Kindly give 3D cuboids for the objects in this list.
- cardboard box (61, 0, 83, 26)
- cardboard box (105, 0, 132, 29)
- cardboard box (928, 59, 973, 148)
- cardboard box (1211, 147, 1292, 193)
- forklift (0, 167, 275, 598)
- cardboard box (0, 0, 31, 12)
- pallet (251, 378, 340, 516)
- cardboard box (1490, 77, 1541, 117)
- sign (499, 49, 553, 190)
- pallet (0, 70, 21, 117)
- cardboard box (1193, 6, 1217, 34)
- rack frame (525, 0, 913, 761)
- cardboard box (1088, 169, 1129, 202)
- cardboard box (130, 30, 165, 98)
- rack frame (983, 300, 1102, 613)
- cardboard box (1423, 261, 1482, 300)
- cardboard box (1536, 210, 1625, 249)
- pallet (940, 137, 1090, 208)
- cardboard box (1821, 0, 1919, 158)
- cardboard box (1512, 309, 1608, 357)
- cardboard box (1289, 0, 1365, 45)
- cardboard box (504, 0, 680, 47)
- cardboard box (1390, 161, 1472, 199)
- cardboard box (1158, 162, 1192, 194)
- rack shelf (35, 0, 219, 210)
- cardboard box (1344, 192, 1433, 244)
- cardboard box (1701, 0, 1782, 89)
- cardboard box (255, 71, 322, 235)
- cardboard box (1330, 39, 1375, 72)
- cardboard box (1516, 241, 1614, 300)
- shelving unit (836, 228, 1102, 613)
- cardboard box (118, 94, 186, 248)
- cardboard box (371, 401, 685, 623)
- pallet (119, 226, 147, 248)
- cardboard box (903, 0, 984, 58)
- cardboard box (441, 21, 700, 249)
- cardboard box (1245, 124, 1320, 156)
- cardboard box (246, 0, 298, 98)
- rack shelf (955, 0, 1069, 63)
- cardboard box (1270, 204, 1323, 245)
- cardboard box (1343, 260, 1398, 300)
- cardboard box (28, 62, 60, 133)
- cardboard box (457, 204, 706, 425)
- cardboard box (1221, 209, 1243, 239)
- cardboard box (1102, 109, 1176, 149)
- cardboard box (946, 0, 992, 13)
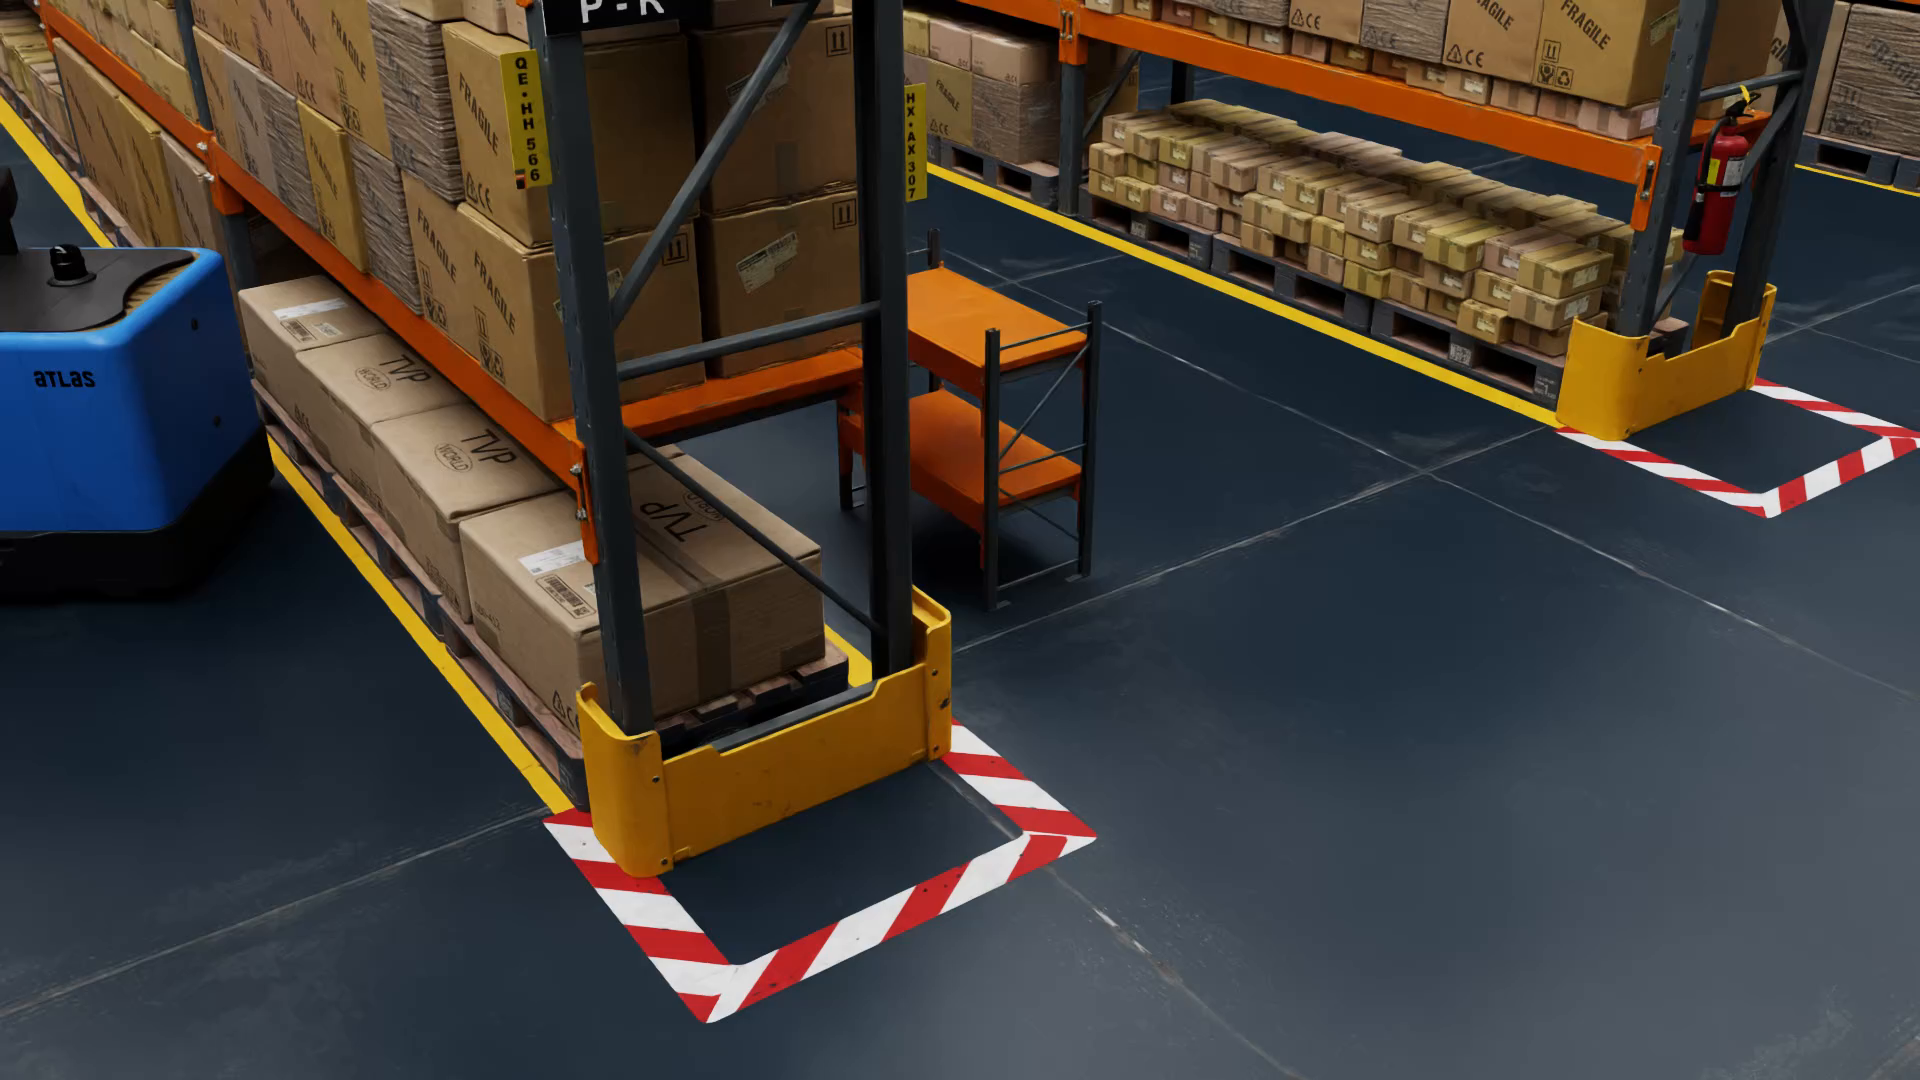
[{"bbox_3d":[-4.841,-3.133,9.533,0.500,0.250,0.500,-20,34,-32],"label":"cardboard box"},{"bbox_3d":[-3.967,-2.748,8.301,0.500,0.250,0.500,-18,33,-29],"label":"cardboard box"},{"bbox_3d":[0.130,-3.012,11.332,0.500,0.500,0.500,-20,34,-32],"label":"cardboard box"},{"bbox_3d":[1.642,-2.085,9.370,0.380,0.149,0.250,-18,33,-30],"label":"cardboard box"},{"bbox_3d":[-4.442,-1.294,6.061,3.031,2.935,1.130,0,29,0],"label":"forklift"},{"bbox_3d":[-8.114,-4.670,13.861,0.500,0.500,0.500,-19,34,-31],"label":"cardboard box"},{"bbox_3d":[-2.534,-0.556,7.552,1.003,0.211,1.213,-19,34,-31],"label":"pallet"},{"bbox_3d":[2.692,-2.092,7.721,0.380,0.149,0.250,-19,34,-31],"label":"cardboard box"},{"bbox_3d":[-1.041,-1.012,4.008,0.100,0.325,0.005,-19,34,-31],"label":"sign"},{"bbox_3d":[-7.099,-3.681,13.307,1.003,0.211,1.213,-19,34,-31],"label":"pallet"},{"bbox_3d":[1.520,-2.921,9.248,0.380,0.149,0.250,-20,35,-33],"label":"cardboard box"},{"bbox_3d":[-0.591,-0.543,4.608,1.000,3.000,0.127,-19,34,-31],"label":"rack frame"},{"bbox_3d":[1.012,-2.209,10.222,0.380,0.149,0.250,-20,35,-33],"label":"cardboard box"},{"bbox_3d":[-3.672,-2.336,8.065,0.500,0.250,0.500,-19,34,-31],"label":"cardboard box"},{"bbox_3d":[0.299,-0.294,6.113,0.500,1.125,0.032,-19,34,-31],"label":"rack frame"},{"bbox_3d":[2.541,-1.343,8.316,0.380,0.149,0.250,-20,35,-33],"label":"cardboard box"},{"bbox_3d":[3.097,-1.518,8.326,0.380,0.149,0.250,-18,33,-30],"label":"cardboard box"},{"bbox_3d":[0.609,-2.585,11.289,1.003,0.211,1.213,-19,34,-31],"label":"pallet"},{"bbox_3d":[6.517,-3.118,11.135,0.875,0.875,0.875,-19,34,-31],"label":"cardboard box"},{"bbox_3d":[2.907,-1.032,8.054,0.380,0.149,0.250,-18,33,-30],"label":"cardboard box"},{"bbox_3d":[2.035,-2.824,8.390,0.500,0.500,0.500,-17,33,-28],"label":"cardboard box"},{"bbox_3d":[-0.963,-1.396,4.345,0.380,0.149,0.250,-18,33,-30],"label":"cardboard box"},{"bbox_3d":[2.576,-1.950,9.122,0.380,0.149,0.250,-18,33,-30],"label":"cardboard box"},{"bbox_3d":[1.402,-2.183,9.862,0.380,0.149,0.250,-19,34,-31],"label":"cardboard box"},{"bbox_3d":[-4.072,-2.560,9.074,1.077,0.370,4.000,-19,34,-31],"label":"rack shelf"},{"bbox_3d":[2.216,-1.668,8.603,0.380,0.149,0.250,-17,33,-29],"label":"cardboard box"},{"bbox_3d":[3.347,-2.379,7.571,0.500,0.500,0.500,-17,33,-28],"label":"cardboard box"},{"bbox_3d":[-2.281,-1.496,6.256,0.500,0.500,0.500,-19,34,-30],"label":"cardboard box"},{"bbox_3d":[2.120,-2.515,8.501,0.380,0.149,0.250,-18,33,-30],"label":"cardboard box"},{"bbox_3d":[2.869,-1.282,7.891,0.380,0.149,0.250,-18,33,-30],"label":"cardboard box"},{"bbox_3d":[0.004,-0.492,6.477,0.538,1.125,1.048,-19,34,-31],"label":"shelving unit"},{"bbox_3d":[-3.867,-1.917,8.924,0.875,0.875,0.875,-18,33,-29],"label":"cardboard box"},{"bbox_3d":[-1.593,-0.184,6.191,0.875,0.438,0.875,-18,33,-29],"label":"cardboard box"},{"bbox_3d":[-4.132,-1.627,9.524,1.003,0.211,1.213,-19,34,-31],"label":"pallet"},{"bbox_3d":[-0.181,-3.548,11.534,0.500,0.250,0.500,-20,35,-33],"label":"cardboard box"},{"bbox_3d":[-1.065,-1.148,4.569,0.500,0.500,0.500,-18,33,-29],"label":"cardboard box"},{"bbox_3d":[1.898,-2.329,9.820,0.380,0.149,0.250,-18,33,-29],"label":"cardboard box"},{"bbox_3d":[-2.257,-1.929,6.007,0.500,0.500,0.500,-18,33,-30],"label":"cardboard box"},{"bbox_3d":[-0.098,-3.970,11.670,1.077,0.370,4.000,-19,34,-31],"label":"rack shelf"},{"bbox_3d":[1.914,-1.745,9.056,0.380,0.149,0.250,-18,34,-30],"label":"cardboard box"},{"bbox_3d":[2.239,-1.404,8.740,0.380,0.149,0.250,-20,35,-33],"label":"cardboard box"},{"bbox_3d":[-5.986,-3.190,11.795,0.950,0.372,0.625,-19,34,-32],"label":"cardboard box"},{"bbox_3d":[-1.087,-0.702,4.794,0.500,0.500,0.500,-19,34,-30],"label":"cardboard box"},{"bbox_3d":[1.725,-1.844,9.549,0.380,0.149,0.250,-20,35,-33],"label":"cardboard box"},{"bbox_3d":[1.093,-2.510,10.153,0.380,0.149,0.250,-17,33,-29],"label":"cardboard box"},{"bbox_3d":[0.246,-3.690,11.795,0.500,0.250,0.500,-17,33,-29],"label":"cardboard box"}]
